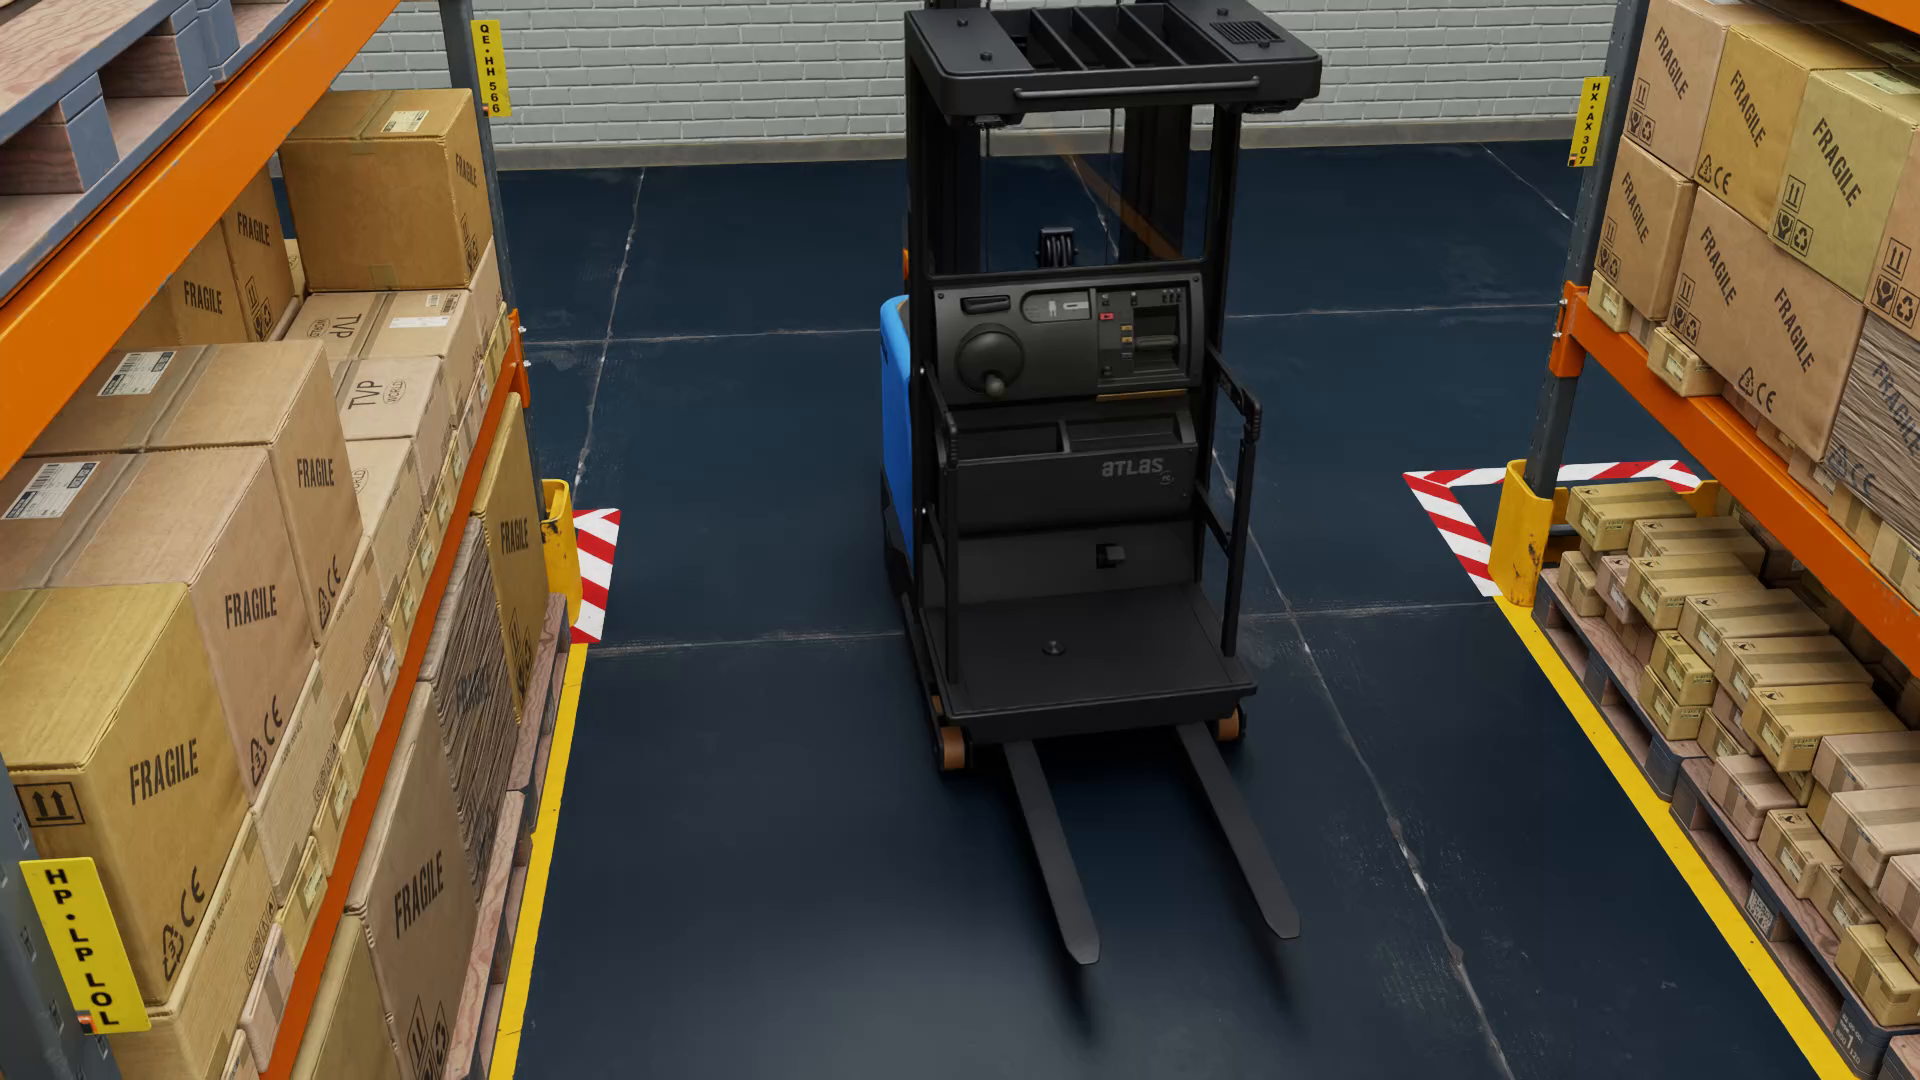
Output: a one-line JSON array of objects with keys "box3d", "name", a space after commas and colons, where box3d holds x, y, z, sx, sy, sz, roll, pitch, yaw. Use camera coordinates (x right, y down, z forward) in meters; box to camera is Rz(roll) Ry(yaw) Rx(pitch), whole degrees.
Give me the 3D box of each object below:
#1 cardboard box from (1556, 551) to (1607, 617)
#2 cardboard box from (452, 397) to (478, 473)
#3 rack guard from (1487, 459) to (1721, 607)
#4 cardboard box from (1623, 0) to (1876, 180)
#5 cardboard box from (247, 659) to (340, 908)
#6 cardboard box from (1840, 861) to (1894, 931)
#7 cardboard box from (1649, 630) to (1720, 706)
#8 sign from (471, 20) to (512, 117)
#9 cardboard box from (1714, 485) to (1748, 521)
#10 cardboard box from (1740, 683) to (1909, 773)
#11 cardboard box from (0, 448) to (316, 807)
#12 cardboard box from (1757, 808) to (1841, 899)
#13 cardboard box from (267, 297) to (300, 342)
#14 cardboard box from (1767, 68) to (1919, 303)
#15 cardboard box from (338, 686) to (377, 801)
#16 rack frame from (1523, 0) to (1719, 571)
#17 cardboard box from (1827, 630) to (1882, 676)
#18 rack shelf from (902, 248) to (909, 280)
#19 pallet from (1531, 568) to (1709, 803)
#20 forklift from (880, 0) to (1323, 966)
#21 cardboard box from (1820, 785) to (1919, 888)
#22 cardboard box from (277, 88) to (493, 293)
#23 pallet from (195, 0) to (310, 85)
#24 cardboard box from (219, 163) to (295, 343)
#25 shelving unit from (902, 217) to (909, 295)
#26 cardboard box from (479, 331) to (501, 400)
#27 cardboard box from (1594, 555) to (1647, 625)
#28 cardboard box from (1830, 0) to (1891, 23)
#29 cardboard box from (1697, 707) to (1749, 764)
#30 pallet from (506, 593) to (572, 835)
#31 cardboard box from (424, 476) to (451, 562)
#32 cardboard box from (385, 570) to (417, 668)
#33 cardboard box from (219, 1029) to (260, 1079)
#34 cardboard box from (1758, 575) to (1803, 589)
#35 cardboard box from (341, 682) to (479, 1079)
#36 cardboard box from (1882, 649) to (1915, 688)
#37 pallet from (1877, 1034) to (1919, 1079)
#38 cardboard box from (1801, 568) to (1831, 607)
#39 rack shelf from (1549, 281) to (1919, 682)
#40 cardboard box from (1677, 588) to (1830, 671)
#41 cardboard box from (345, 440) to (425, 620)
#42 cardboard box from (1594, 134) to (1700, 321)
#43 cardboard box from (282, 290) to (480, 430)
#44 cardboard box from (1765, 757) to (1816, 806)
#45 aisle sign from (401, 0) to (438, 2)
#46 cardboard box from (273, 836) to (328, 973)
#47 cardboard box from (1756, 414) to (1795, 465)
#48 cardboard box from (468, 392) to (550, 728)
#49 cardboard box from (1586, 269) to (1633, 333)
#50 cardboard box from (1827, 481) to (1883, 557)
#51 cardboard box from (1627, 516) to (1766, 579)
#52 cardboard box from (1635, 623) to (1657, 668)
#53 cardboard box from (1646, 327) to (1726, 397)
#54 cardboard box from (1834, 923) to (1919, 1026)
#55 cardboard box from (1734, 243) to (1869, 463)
[{"box3d": [2.546, 0.163, 6.423, 0.380, 0.149, 0.250, -2, 31, -4], "name": "cardboard box"}, {"box3d": [-1.701, -0.315, 5.097, 0.380, 0.149, 0.250, -2, 31, -4], "name": "cardboard box"}, {"box3d": [2.822, -0.052, 6.850, 1.175, 0.500, 0.348, -3, 31, -5], "name": "rack guard"}, {"box3d": [2.593, -1.522, 5.510, 0.500, 0.500, 0.500, -3, 31, -5], "name": "cardboard box"}, {"box3d": [-1.583, 0.494, 3.353, 0.500, 0.250, 0.500, -3, 31, -5], "name": "cardboard box"}, {"box3d": [2.789, 0.975, 4.772, 0.380, 0.149, 0.250, -4, 31, -7], "name": "cardboard box"}, {"box3d": [2.605, 0.431, 5.683, 0.380, 0.149, 0.250, -2, 31, -3], "name": "cardboard box"}, {"box3d": [-1.591, -1.596, 5.636, 0.100, 0.325, 0.005, -3, 31, -5], "name": "sign"}, {"box3d": [3.117, -0.118, 6.312, 0.380, 0.149, 0.250, -2, 31, -4], "name": "cardboard box"}, {"box3d": [2.669, 0.579, 5.146, 0.380, 0.149, 0.250, -2, 31, -4], "name": "cardboard box"}, {"box3d": [-1.587, 0.170, 3.164, 0.500, 0.500, 0.500, -3, 31, -5], "name": "cardboard box"}, {"box3d": [2.703, 0.952, 5.102, 0.380, 0.149, 0.250, -3, 31, -5], "name": "cardboard box"}, {"box3d": [-2.301, -0.518, 5.048, 0.500, 0.250, 0.500, -3, 31, -5], "name": "cardboard box"}, {"box3d": [2.673, -0.998, 4.633, 0.500, 0.500, 0.500, -3, 31, -6], "name": "cardboard box"}, {"box3d": [-1.555, 0.472, 3.780, 0.380, 0.149, 0.250, -3, 31, -5], "name": "cardboard box"}, {"box3d": [2.815, -1.164, 6.273, 1.000, 3.000, 0.127, -3, 31, -5], "name": "rack frame"}, {"box3d": [3.122, 0.415, 5.710, 0.380, 0.149, 0.250, -3, 31, -5], "name": "cardboard box"}, {"box3d": [-0.090, -1.115, 7.180, 0.258, 0.148, 0.480, -5, 31, -8], "name": "rack shelf"}, {"box3d": [2.863, 0.488, 6.226, 1.003, 0.211, 1.213, -3, 31, -5], "name": "pallet"}, {"box3d": [0.413, -0.642, 5.466, 1.130, 2.935, 3.031, -5, 31, -8], "name": "forklift"}, {"box3d": [2.702, 0.835, 4.717, 0.380, 0.149, 0.250, -4, 31, -6], "name": "cardboard box"}, {"box3d": [-1.825, -1.127, 5.337, 0.500, 0.500, 0.500, -2, 31, -4], "name": "cardboard box"}, {"box3d": [-1.936, -1.225, 3.537, 1.003, 0.211, 1.213, -3, 31, -5], "name": "pallet"}, {"box3d": [-2.310, -0.850, 4.873, 0.500, 0.500, 0.500, -3, 31, -6], "name": "cardboard box"}, {"box3d": [-0.090, -0.777, 7.381, 0.258, 1.200, 0.503, -5, 31, -8], "name": "shelving unit"}, {"box3d": [-1.745, -0.571, 5.526, 0.380, 0.149, 0.250, -2, 31, -4], "name": "cardboard box"}, {"box3d": [2.578, 0.174, 6.114, 0.380, 0.149, 0.250, -3, 31, -5], "name": "cardboard box"}, {"box3d": [3.106, -1.542, 5.544, 0.500, 0.500, 0.500, -3, 31, -6], "name": "cardboard box"}, {"box3d": [2.715, 0.680, 5.557, 0.380, 0.149, 0.250, -3, 31, -4], "name": "cardboard box"}, {"box3d": [-1.980, 0.624, 6.000, 1.003, 0.211, 1.213, -3, 31, -5], "name": "pallet"}, {"box3d": [-1.650, -0.050, 4.654, 0.380, 0.149, 0.250, -3, 31, -4], "name": "cardboard box"}, {"box3d": [-1.602, 0.209, 4.219, 0.380, 0.149, 0.250, -4, 31, -6], "name": "cardboard box"}, {"box3d": [-1.455, 1.005, 2.887, 0.380, 0.149, 0.250, -3, 31, -4], "name": "cardboard box"}, {"box3d": [3.120, 0.144, 6.165, 0.380, 0.149, 0.250, -3, 31, -6], "name": "cardboard box"}, {"box3d": [-1.825, 0.996, 4.320, 0.875, 0.875, 0.875, -3, 31, -5], "name": "cardboard box"}, {"box3d": [3.276, 0.409, 5.430, 0.380, 0.149, 0.250, -2, 31, -3], "name": "cardboard box"}, {"box3d": [3.091, 1.734, 4.141, 1.003, 0.211, 1.213, -3, 31, -5], "name": "pallet"}, {"box3d": [3.234, 0.140, 5.882, 0.380, 0.149, 0.250, -3, 31, -6], "name": "cardboard box"}, {"box3d": [3.002, 0.166, 4.748, 1.077, 0.370, 4.000, -3, 31, -5], "name": "rack shelf"}, {"box3d": [2.673, 0.300, 5.612, 0.380, 0.149, 0.250, -4, 31, -7], "name": "cardboard box"}, {"box3d": [-1.676, -0.022, 4.218, 0.500, 0.250, 0.500, -3, 31, -4], "name": "cardboard box"}, {"box3d": [2.582, -1.092, 5.766, 0.500, 0.500, 0.500, -1, 31, -2], "name": "cardboard box"}, {"box3d": [-1.776, -0.547, 5.098, 0.500, 0.250, 0.500, -3, 31, -5], "name": "cardboard box"}, {"box3d": [2.791, 0.699, 5.236, 0.380, 0.149, 0.250, -1, 31, -2], "name": "cardboard box"}, {"box3d": [-1.840, -2.145, 5.381, 0.394, 0.787, 0.004, -3, 31, -5], "name": "aisle sign"}, {"box3d": [-1.505, 0.737, 3.337, 0.380, 0.149, 0.250, -2, 31, -3], "name": "cardboard box"}, {"box3d": [2.718, -0.342, 5.142, 0.380, 0.149, 0.250, -3, 31, -5], "name": "cardboard box"}, {"box3d": [-1.993, 0.077, 5.859, 0.875, 0.875, 0.875, -3, 31, -5], "name": "cardboard box"}, {"box3d": [2.519, -0.875, 6.035, 0.380, 0.149, 0.250, -3, 31, -5], "name": "cardboard box"}, {"box3d": [2.716, -0.081, 4.705, 0.380, 0.149, 0.250, -2, 31, -3], "name": "cardboard box"}, {"box3d": [2.672, 0.043, 6.043, 0.380, 0.149, 0.250, -2, 31, -4], "name": "cardboard box"}, {"box3d": [2.682, 0.419, 5.994, 0.380, 0.149, 0.250, -2, 31, -4], "name": "cardboard box"}, {"box3d": [2.556, -0.607, 5.586, 0.380, 0.149, 0.250, -4, 31, -6], "name": "cardboard box"}, {"box3d": [2.716, 1.210, 4.670, 0.380, 0.149, 0.250, -3, 31, -5], "name": "cardboard box"}, {"box3d": [2.691, -0.569, 4.890, 0.500, 0.500, 0.500, -2, 31, -4], "name": "cardboard box"}]
